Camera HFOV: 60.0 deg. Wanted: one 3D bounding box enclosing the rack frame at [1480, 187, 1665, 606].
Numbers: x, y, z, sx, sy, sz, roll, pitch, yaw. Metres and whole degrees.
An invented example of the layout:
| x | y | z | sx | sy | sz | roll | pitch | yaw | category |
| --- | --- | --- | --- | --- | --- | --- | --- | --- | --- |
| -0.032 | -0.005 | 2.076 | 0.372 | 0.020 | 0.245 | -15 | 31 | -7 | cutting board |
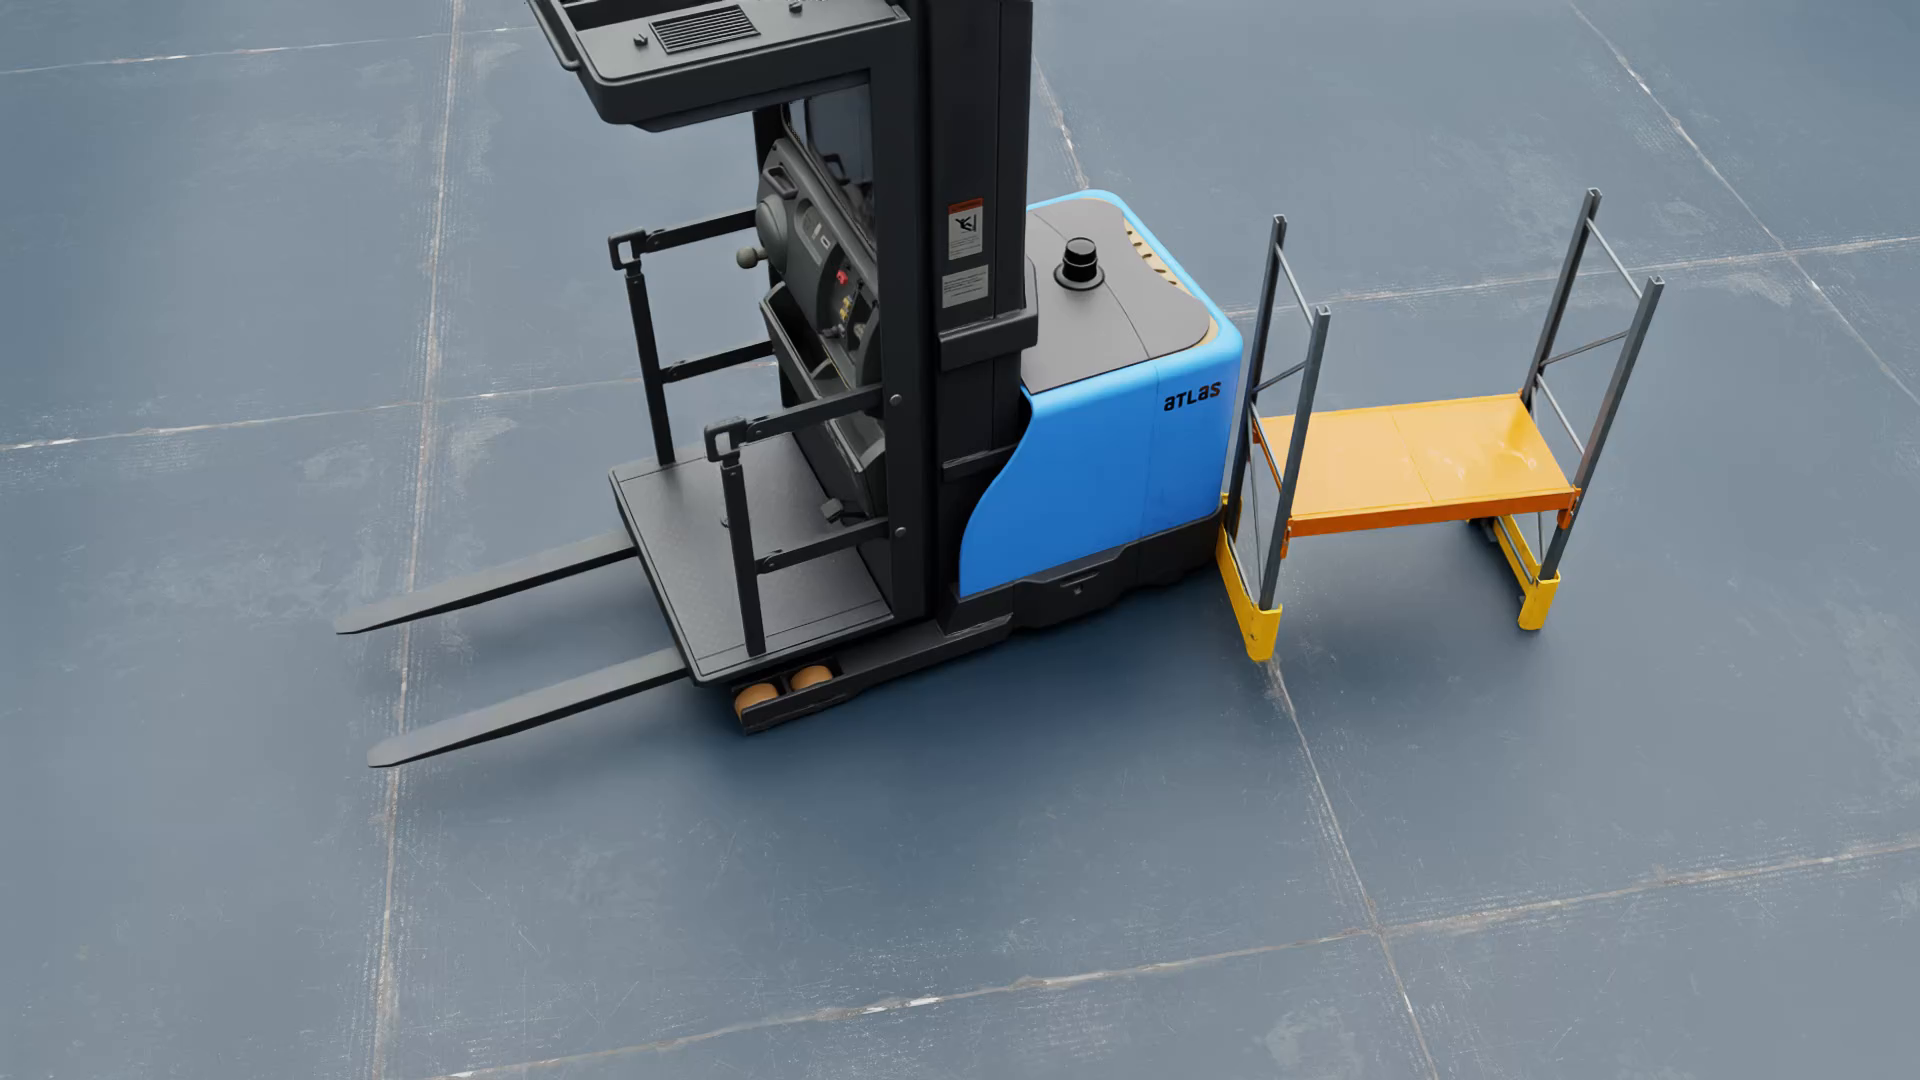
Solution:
| x | y | z | sx | sy | sz | roll | pitch | yaw | category |
| --- | --- | --- | --- | --- | --- | --- | --- | --- | --- |
| 2.026 | -0.411 | 5.605 | 0.032 | 1.500 | 0.500 | -6 | 46 | -6 | rack frame |

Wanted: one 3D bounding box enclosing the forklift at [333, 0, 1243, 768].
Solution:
| x | y | z | sx | sy | sz | roll | pitch | yaw | category |
| --- | --- | --- | --- | --- | --- | --- | --- | --- | --- |
| -0.621 | -0.808 | 4.993 | 3.031 | 2.935 | 1.130 | -18 | 49 | -16 | forklift |

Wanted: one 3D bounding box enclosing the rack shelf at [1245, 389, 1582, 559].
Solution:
| x | y | z | sx | sy | sz | roll | pitch | yaw | category |
| --- | --- | --- | --- | --- | --- | --- | --- | --- | --- |
| 1.523 | -0.234 | 5.684 | 1.000 | 0.185 | 0.538 | -6 | 46 | -6 | rack shelf |

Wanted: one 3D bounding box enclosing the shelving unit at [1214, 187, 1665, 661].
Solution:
| x | y | z | sx | sy | sz | roll | pitch | yaw | category |
| --- | --- | --- | --- | --- | --- | --- | --- | --- | --- |
| 1.514 | -0.358 | 5.554 | 1.083 | 1.500 | 0.587 | -6 | 46 | -6 | shelving unit |

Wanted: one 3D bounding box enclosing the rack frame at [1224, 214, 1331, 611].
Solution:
| x | y | z | sx | sy | sz | roll | pitch | yaw | category |
| --- | --- | --- | --- | --- | --- | --- | --- | --- | --- |
| 1.020 | -0.307 | 5.505 | 0.032 | 1.500 | 0.500 | -6 | 46 | -6 | rack frame |

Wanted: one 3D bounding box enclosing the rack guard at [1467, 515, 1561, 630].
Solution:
| x | y | z | sx | sy | sz | roll | pitch | yaw | category |
| --- | --- | --- | --- | --- | --- | --- | --- | --- | --- |
| 2.007 | 0.025 | 6.053 | 0.087 | 0.250 | 0.587 | -6 | 46 | -6 | rack guard |

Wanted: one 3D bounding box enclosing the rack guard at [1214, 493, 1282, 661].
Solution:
| x | y | z | sx | sy | sz | roll | pitch | yaw | category |
| --- | --- | --- | --- | --- | --- | --- | --- | --- | --- |
| 1.021 | 0.126 | 5.955 | 0.087 | 0.250 | 0.587 | -6 | 46 | -6 | rack guard |
